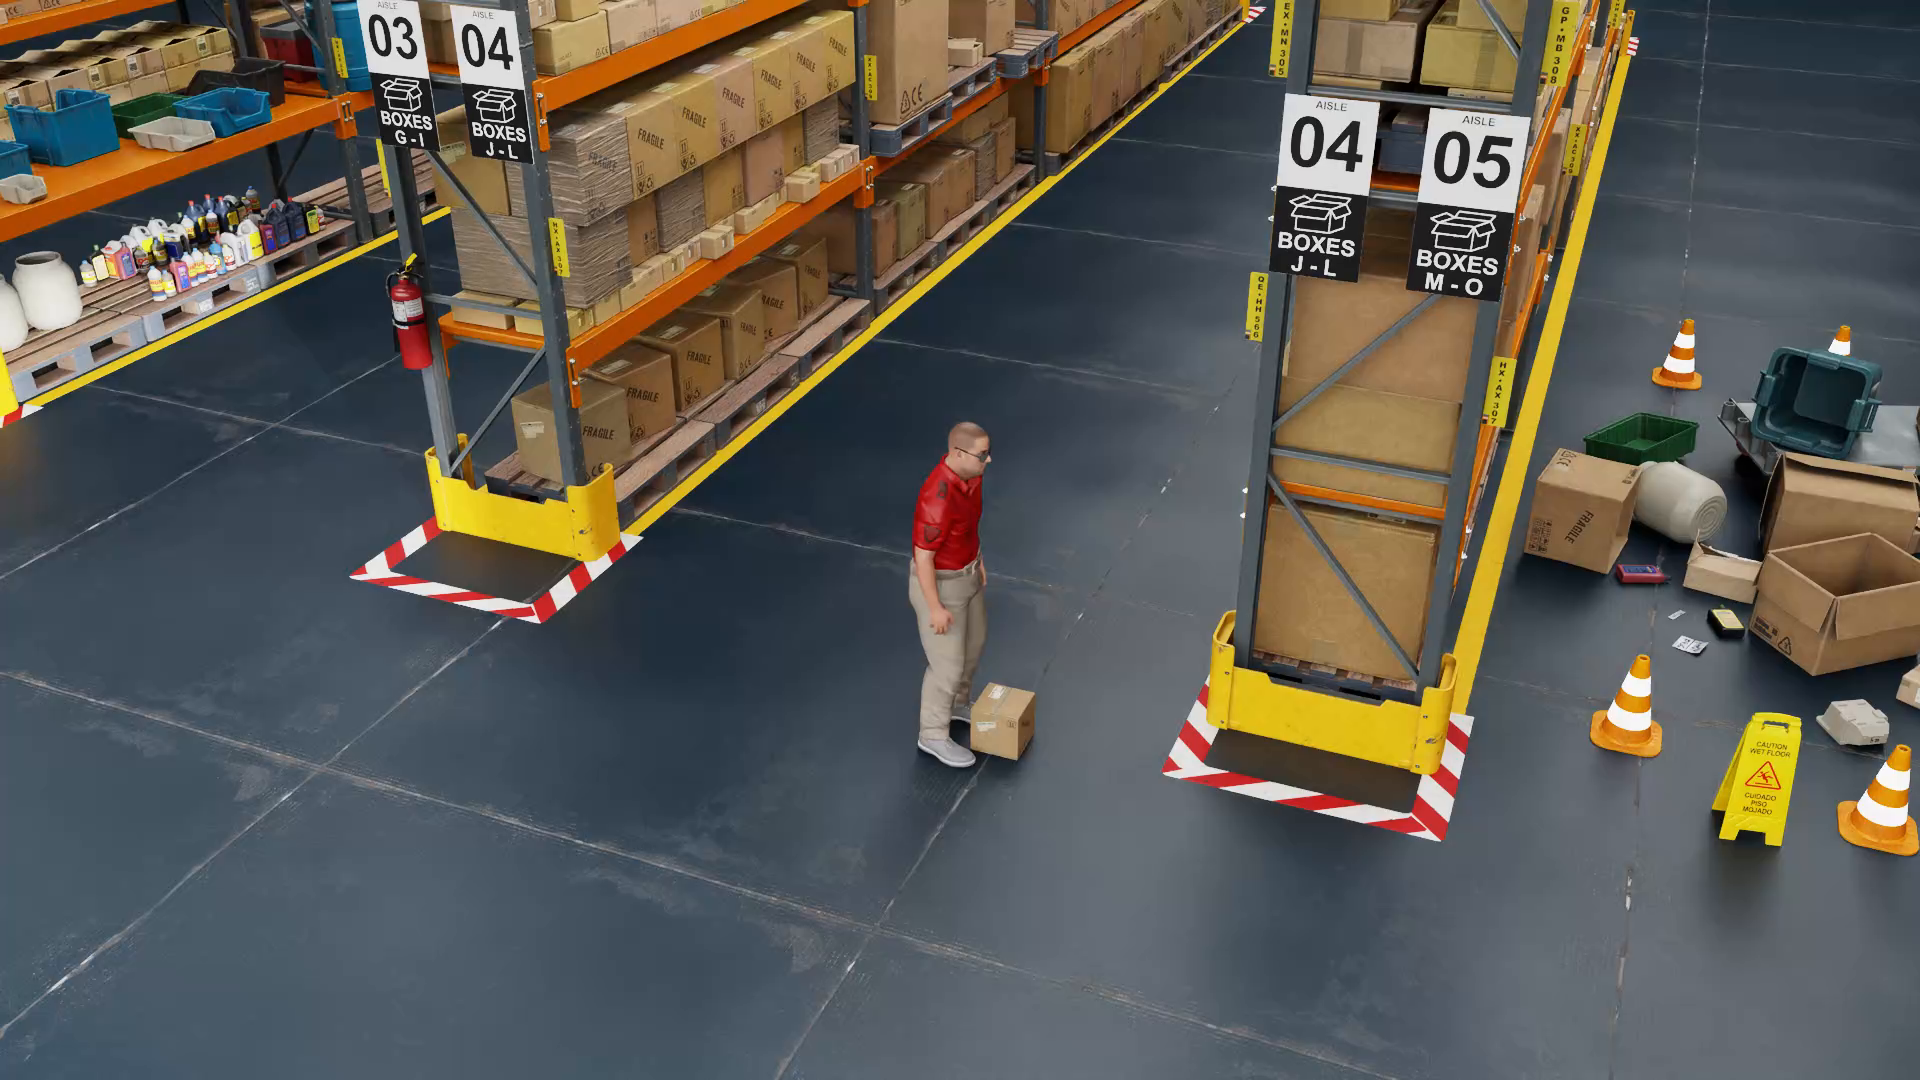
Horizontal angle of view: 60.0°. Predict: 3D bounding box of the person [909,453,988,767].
[{"bbox_3d":[-0.027,0.297,8.065,0.394,1.552,0.568,11,31,19],"label":"person"}]
